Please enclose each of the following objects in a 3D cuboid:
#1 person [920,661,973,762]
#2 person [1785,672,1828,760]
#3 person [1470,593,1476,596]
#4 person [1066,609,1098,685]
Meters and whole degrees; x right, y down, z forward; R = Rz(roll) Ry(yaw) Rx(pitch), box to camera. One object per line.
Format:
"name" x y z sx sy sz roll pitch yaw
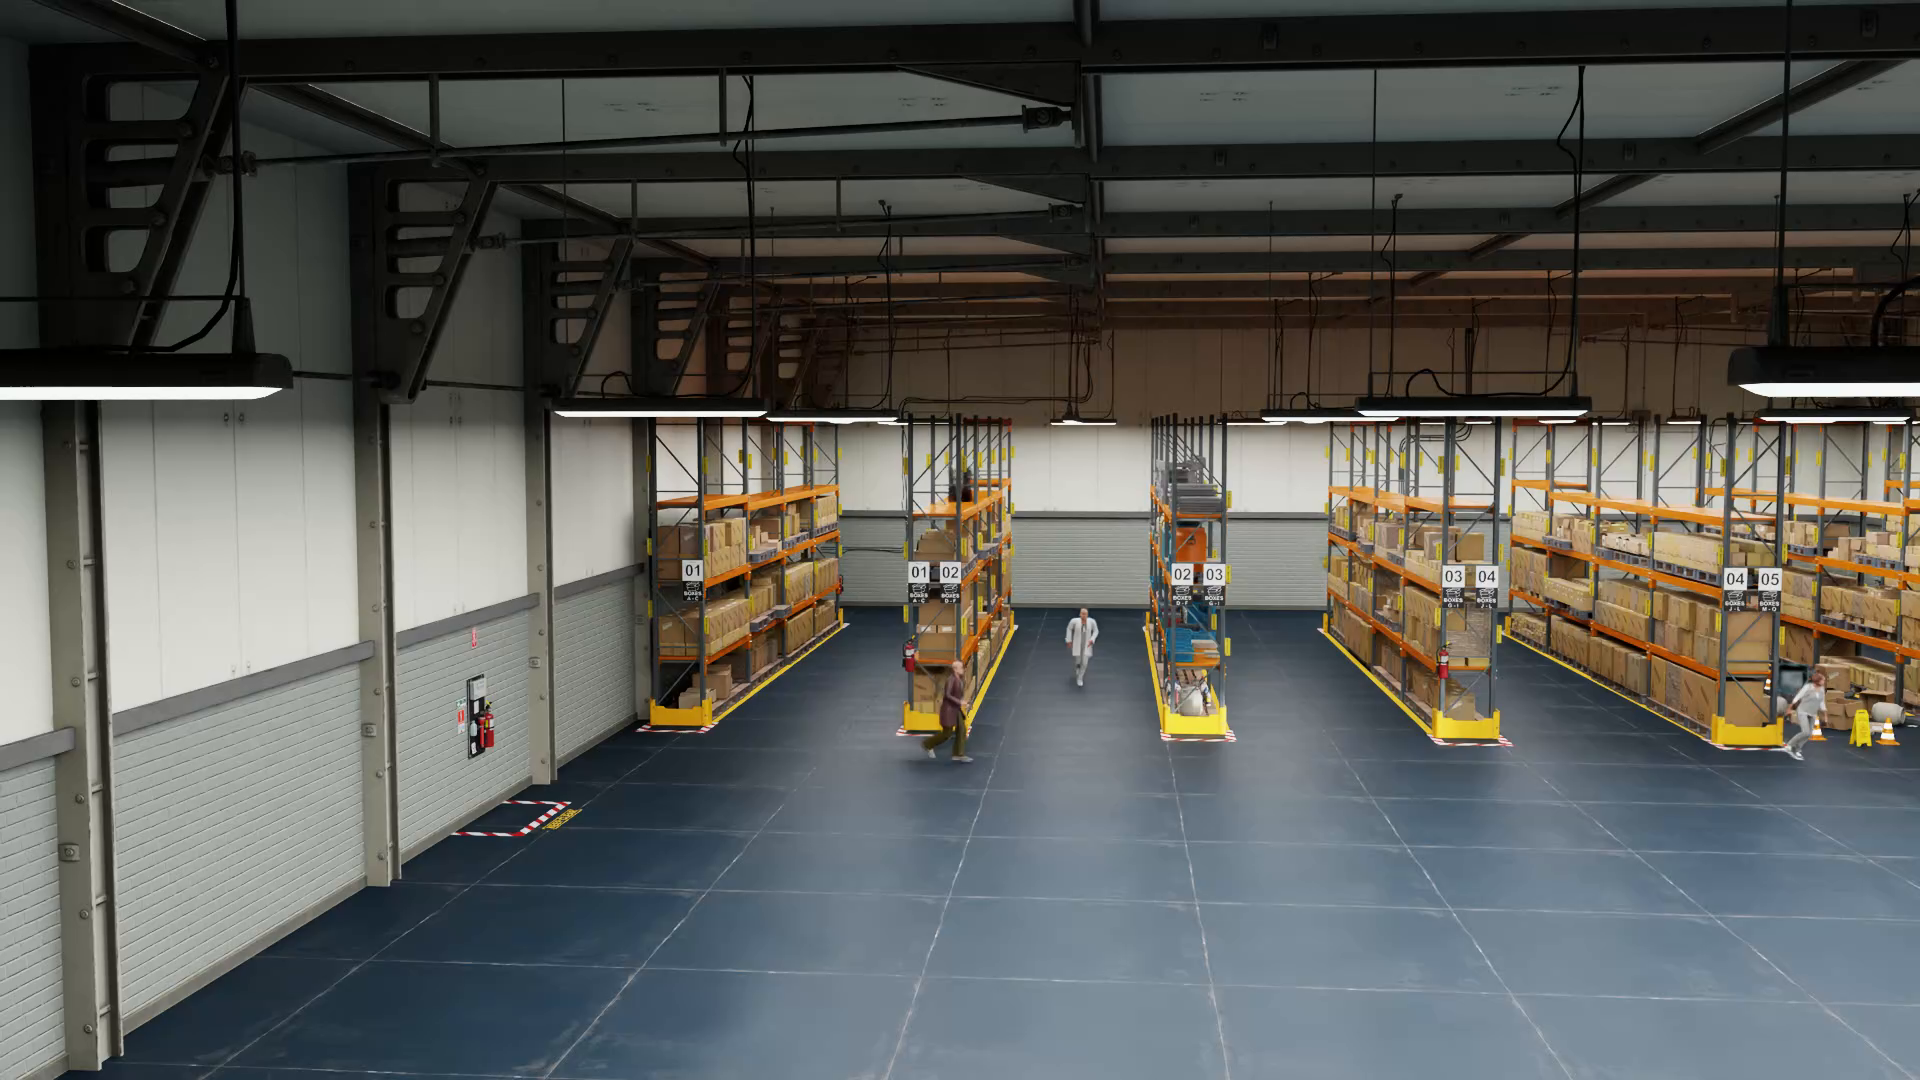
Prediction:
"person" -0.235 2.936 28.544 0.932 1.740 0.701 1 4 20
"person" 14.600 3.029 28.672 0.556 1.545 0.544 -1 4 -18
"person" 14.291 1.702 46.533 0.966 1.763 0.699 -3 5 -42
"person" 2.732 2.368 37.220 0.703 1.714 0.717 0 4 -7
